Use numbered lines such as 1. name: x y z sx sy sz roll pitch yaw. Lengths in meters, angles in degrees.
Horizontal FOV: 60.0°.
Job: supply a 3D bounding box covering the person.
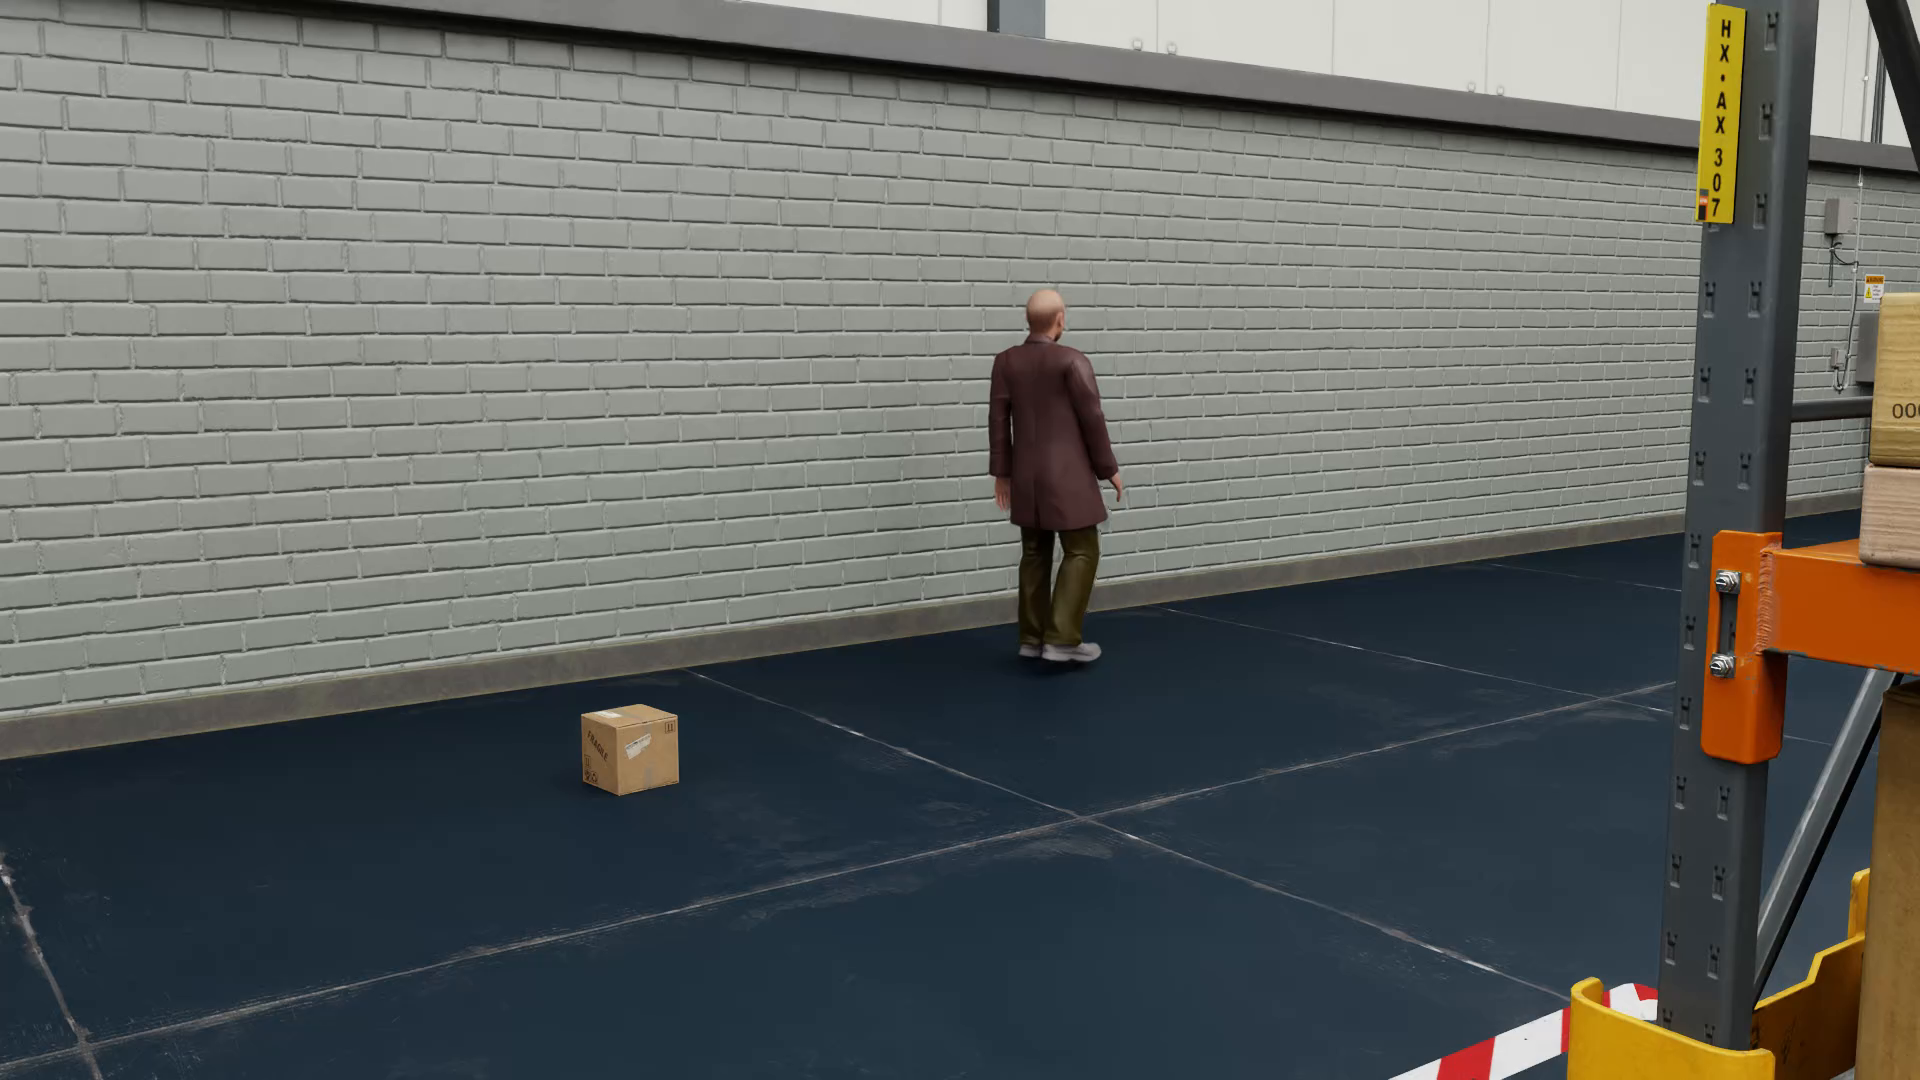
1. person: 0.469 -0.286 7.980 0.627 1.809 0.463 6 10 38
